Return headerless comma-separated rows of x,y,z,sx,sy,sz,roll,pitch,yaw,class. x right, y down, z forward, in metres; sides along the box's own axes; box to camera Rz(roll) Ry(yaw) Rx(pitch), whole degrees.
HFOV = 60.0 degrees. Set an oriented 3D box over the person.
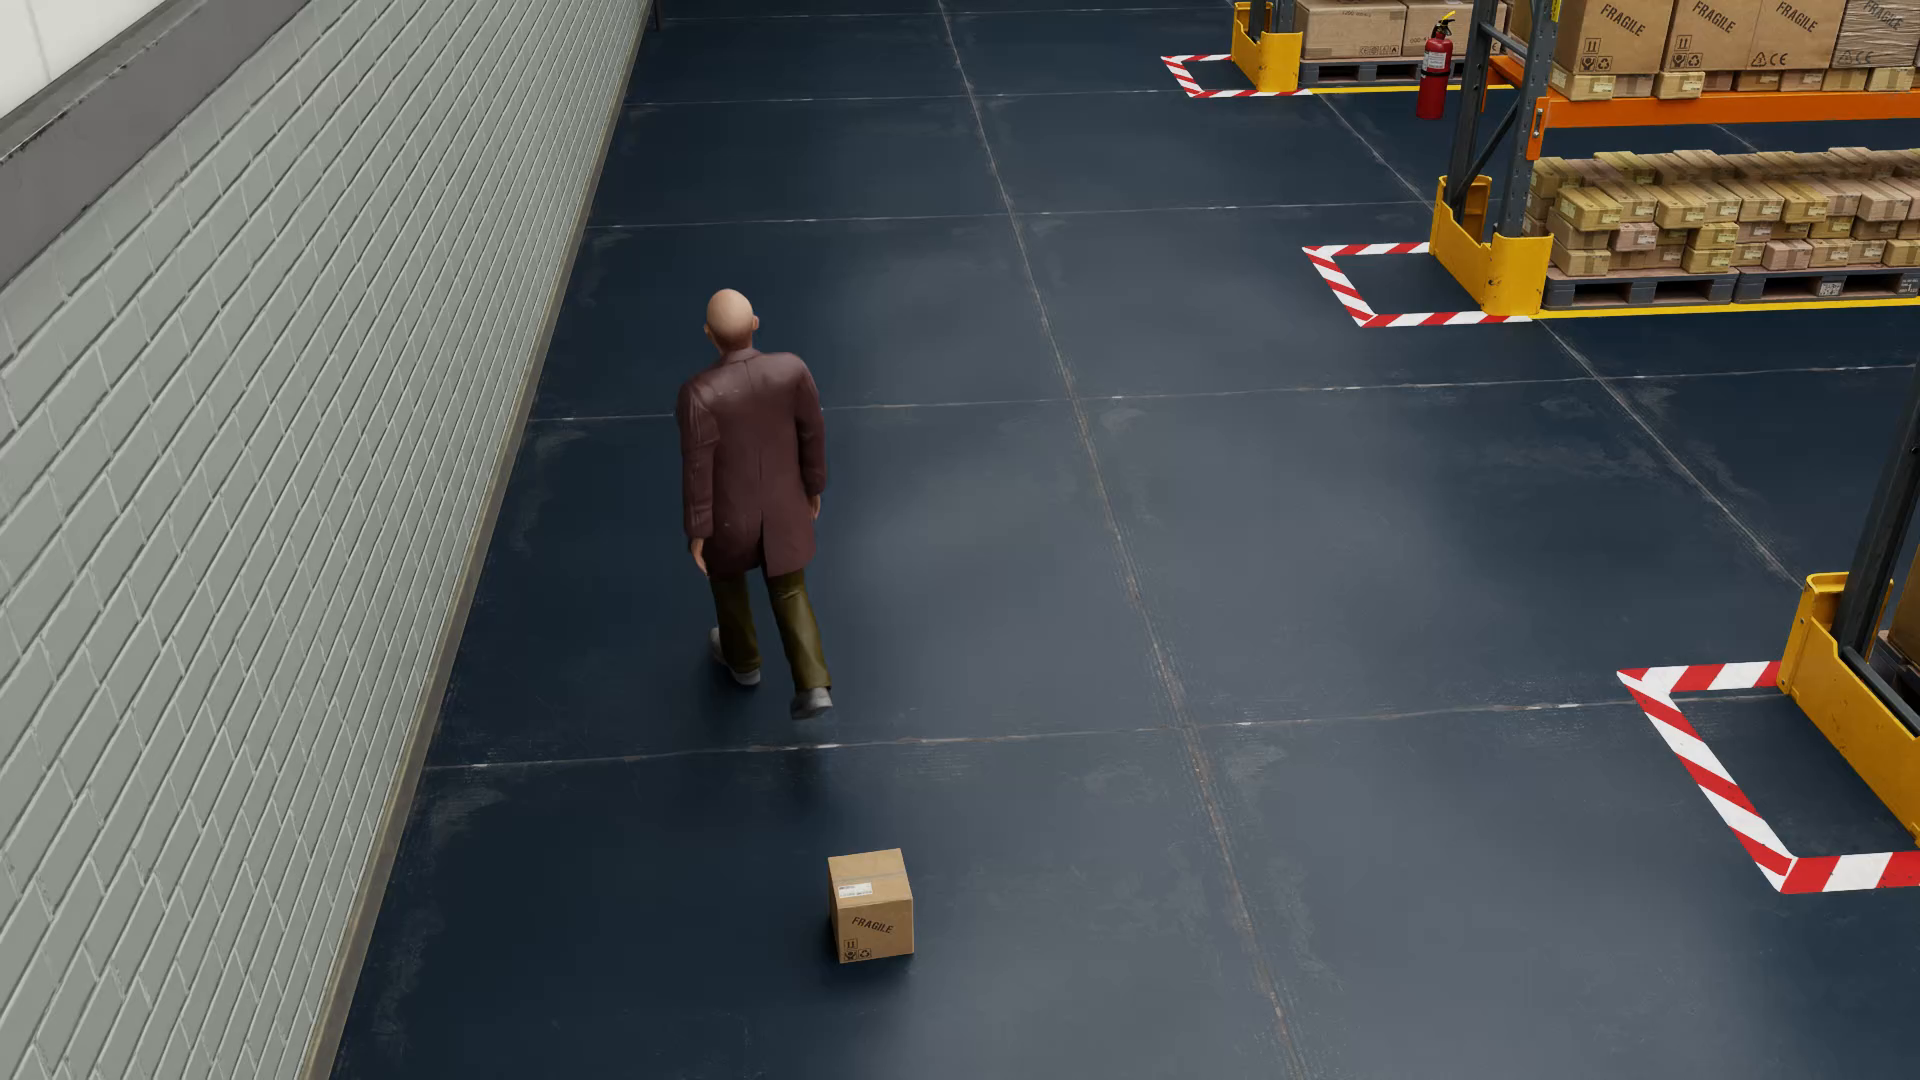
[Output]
-0.757,-0.101,6.305,0.602,1.746,0.990,-13,33,-21,person
